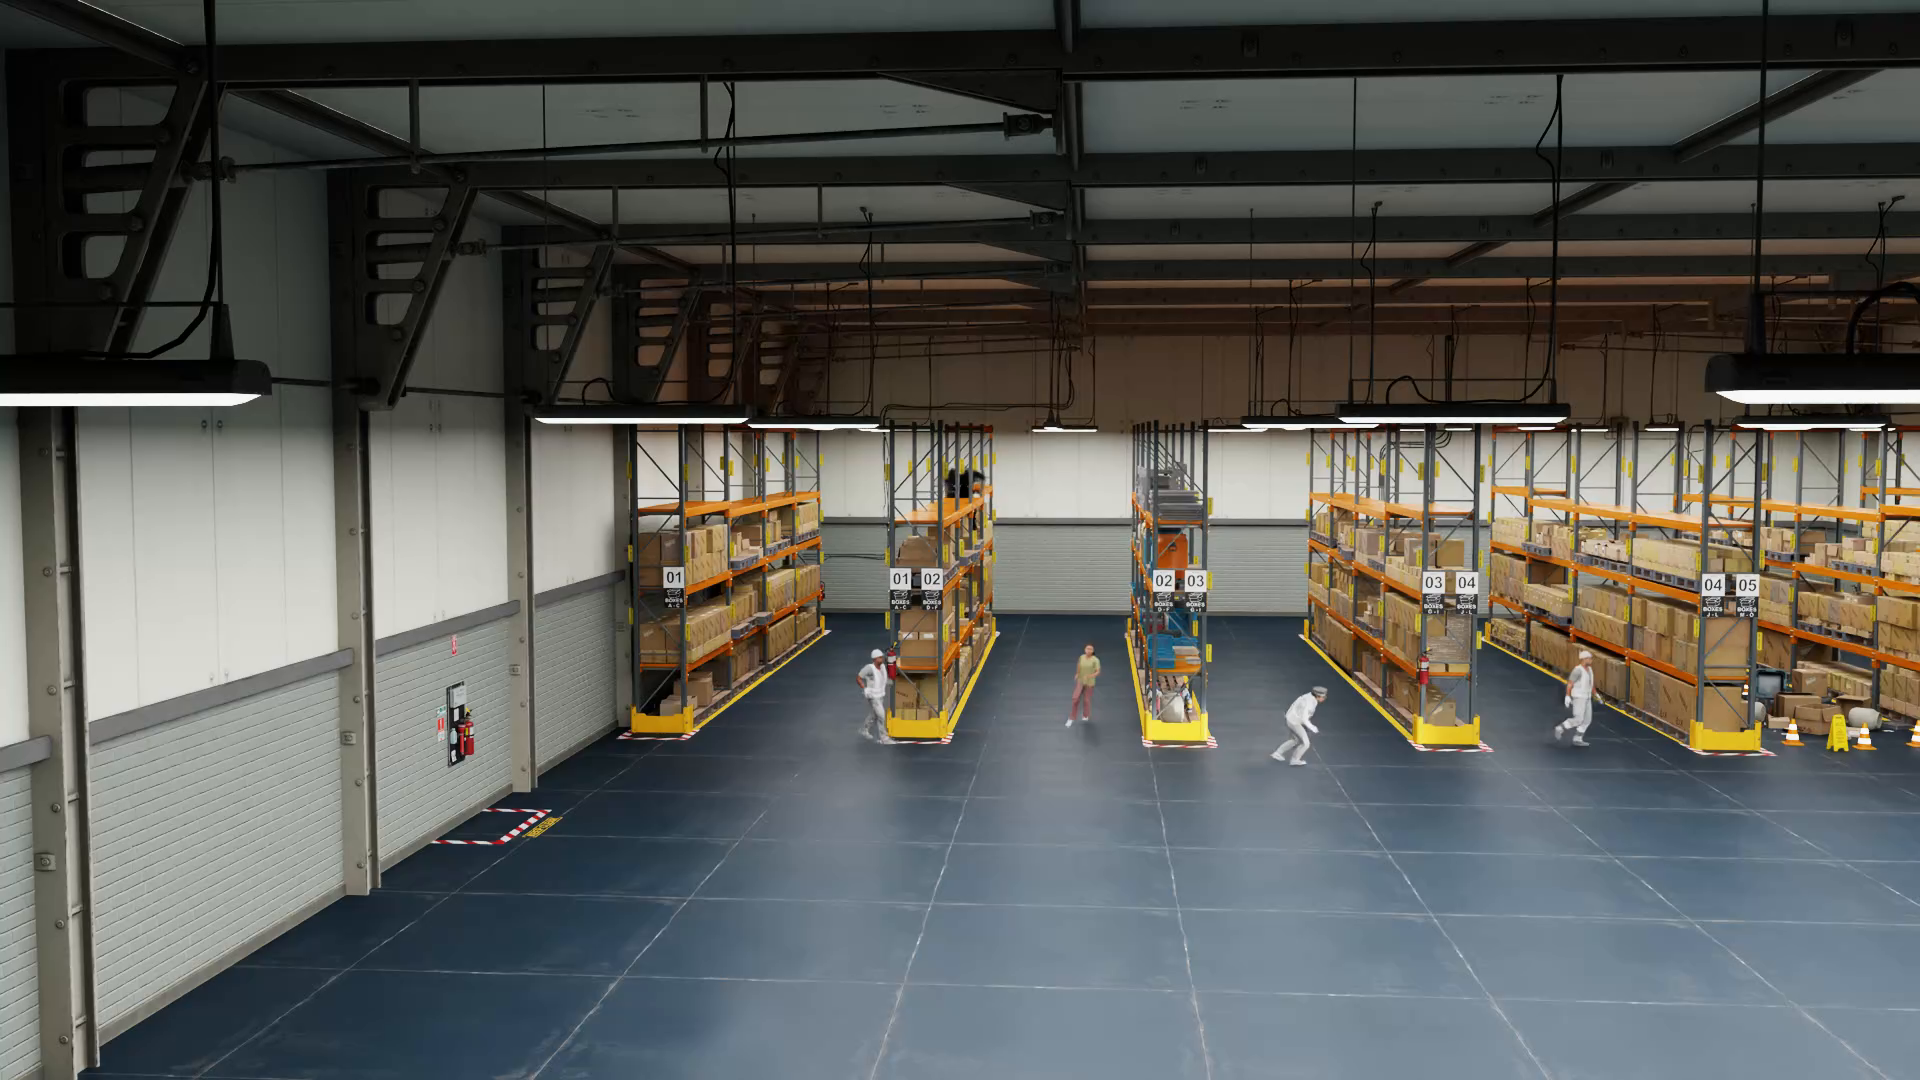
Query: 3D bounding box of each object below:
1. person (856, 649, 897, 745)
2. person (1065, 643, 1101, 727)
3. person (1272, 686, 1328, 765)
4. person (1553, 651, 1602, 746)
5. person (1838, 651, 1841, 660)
[{"bbox_3d":[-1.580,2.882,30.661,0.877,1.757,0.676,2,4,26],"label":"person"},{"bbox_3d":[2.464,2.818,32.620,0.646,1.645,0.783,1,4,20],"label":"person"},{"bbox_3d":[5.860,3.209,28.705,0.929,1.401,0.606,1,4,12],"label":"person"},{"bbox_3d":[11.351,2.906,30.589,0.709,1.748,0.684,-3,5,-40],"label":"person"},{"bbox_3d":[21.686,2.256,41.571,0.581,1.691,0.908,0,4,-5],"label":"person"}]
